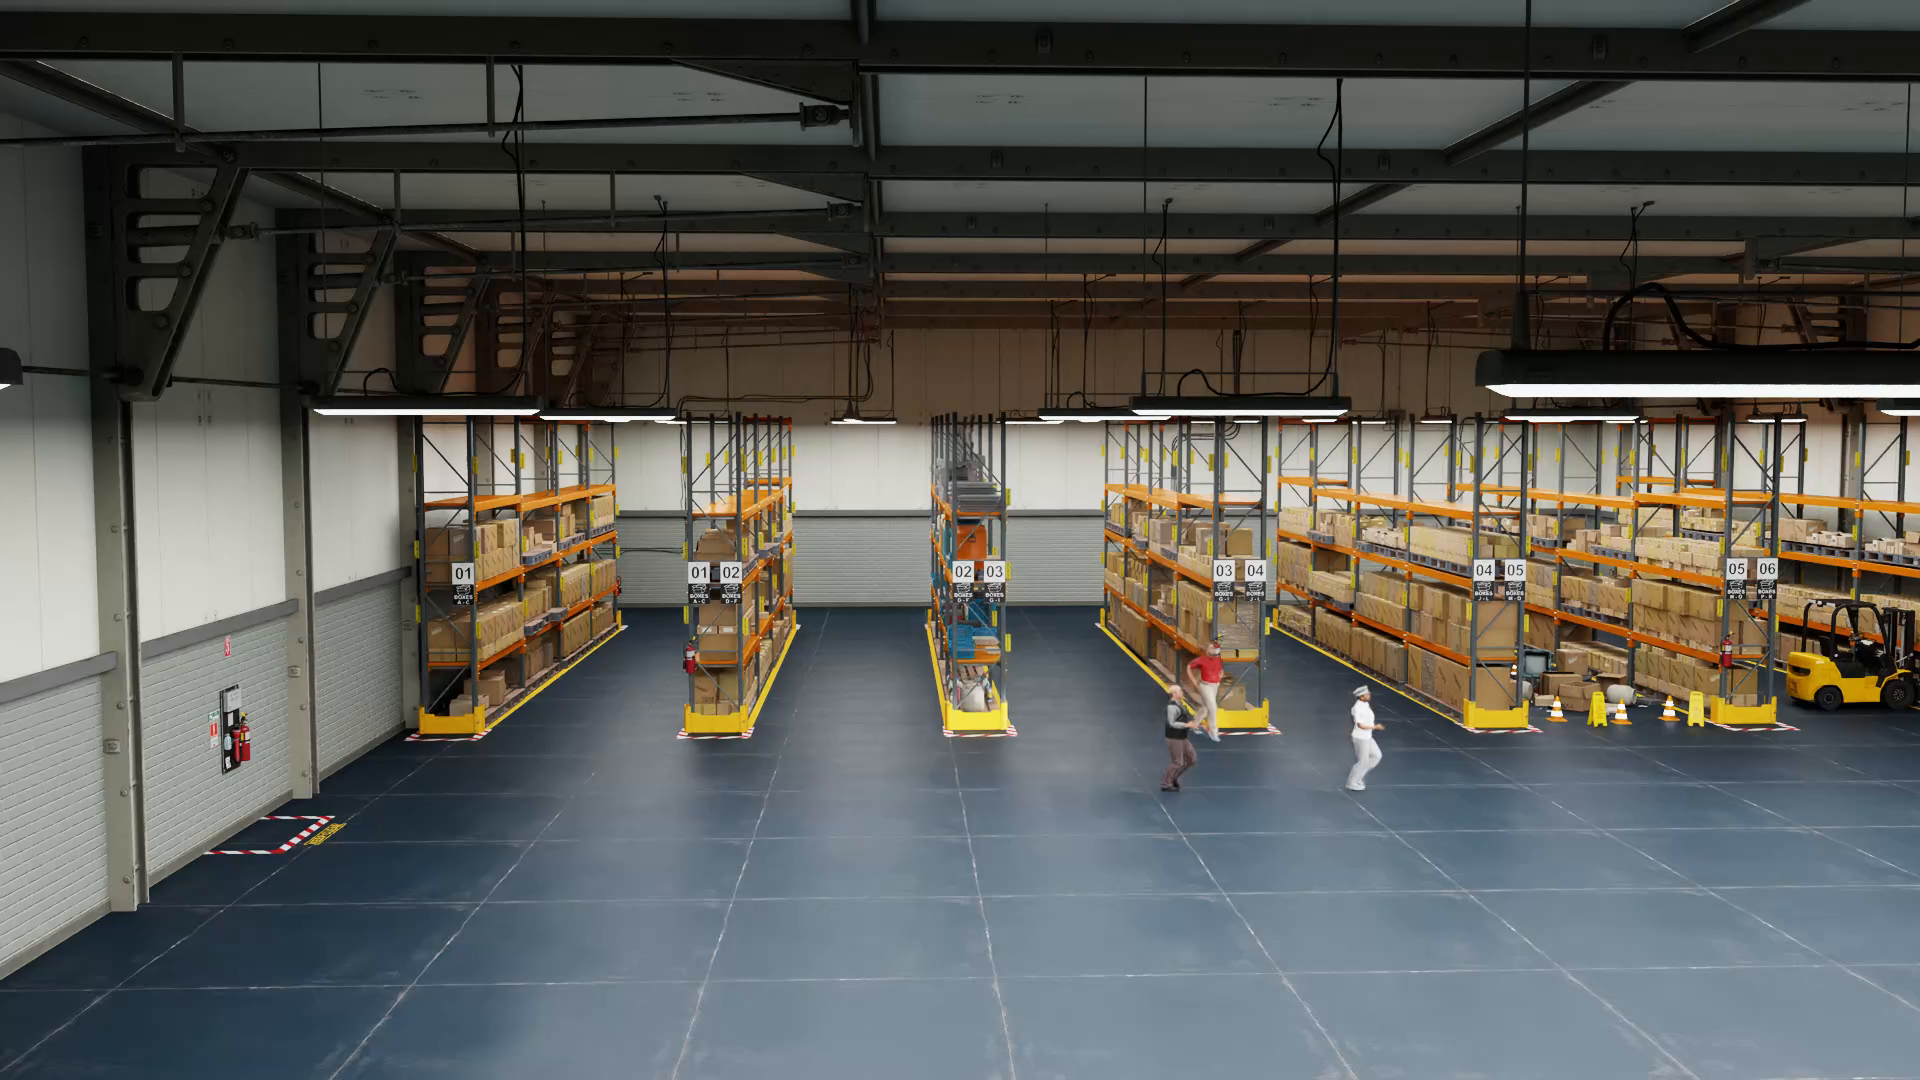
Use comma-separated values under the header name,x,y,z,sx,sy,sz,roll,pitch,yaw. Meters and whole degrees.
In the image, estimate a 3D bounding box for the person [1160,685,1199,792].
name,x,y,z,sx,sy,sz,roll,pitch,yaw
person,3.447,3.101,25.972,0.638,1.686,0.638,1,4,19

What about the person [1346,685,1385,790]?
name,x,y,z,sx,sy,sz,roll,pitch,yaw
person,6.391,3.104,26.135,0.611,1.665,0.554,2,4,21

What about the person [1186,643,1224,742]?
name,x,y,z,sx,sy,sz,roll,pitch,yaw
person,4.580,2.790,30.595,0.826,1.781,0.710,4,5,44
